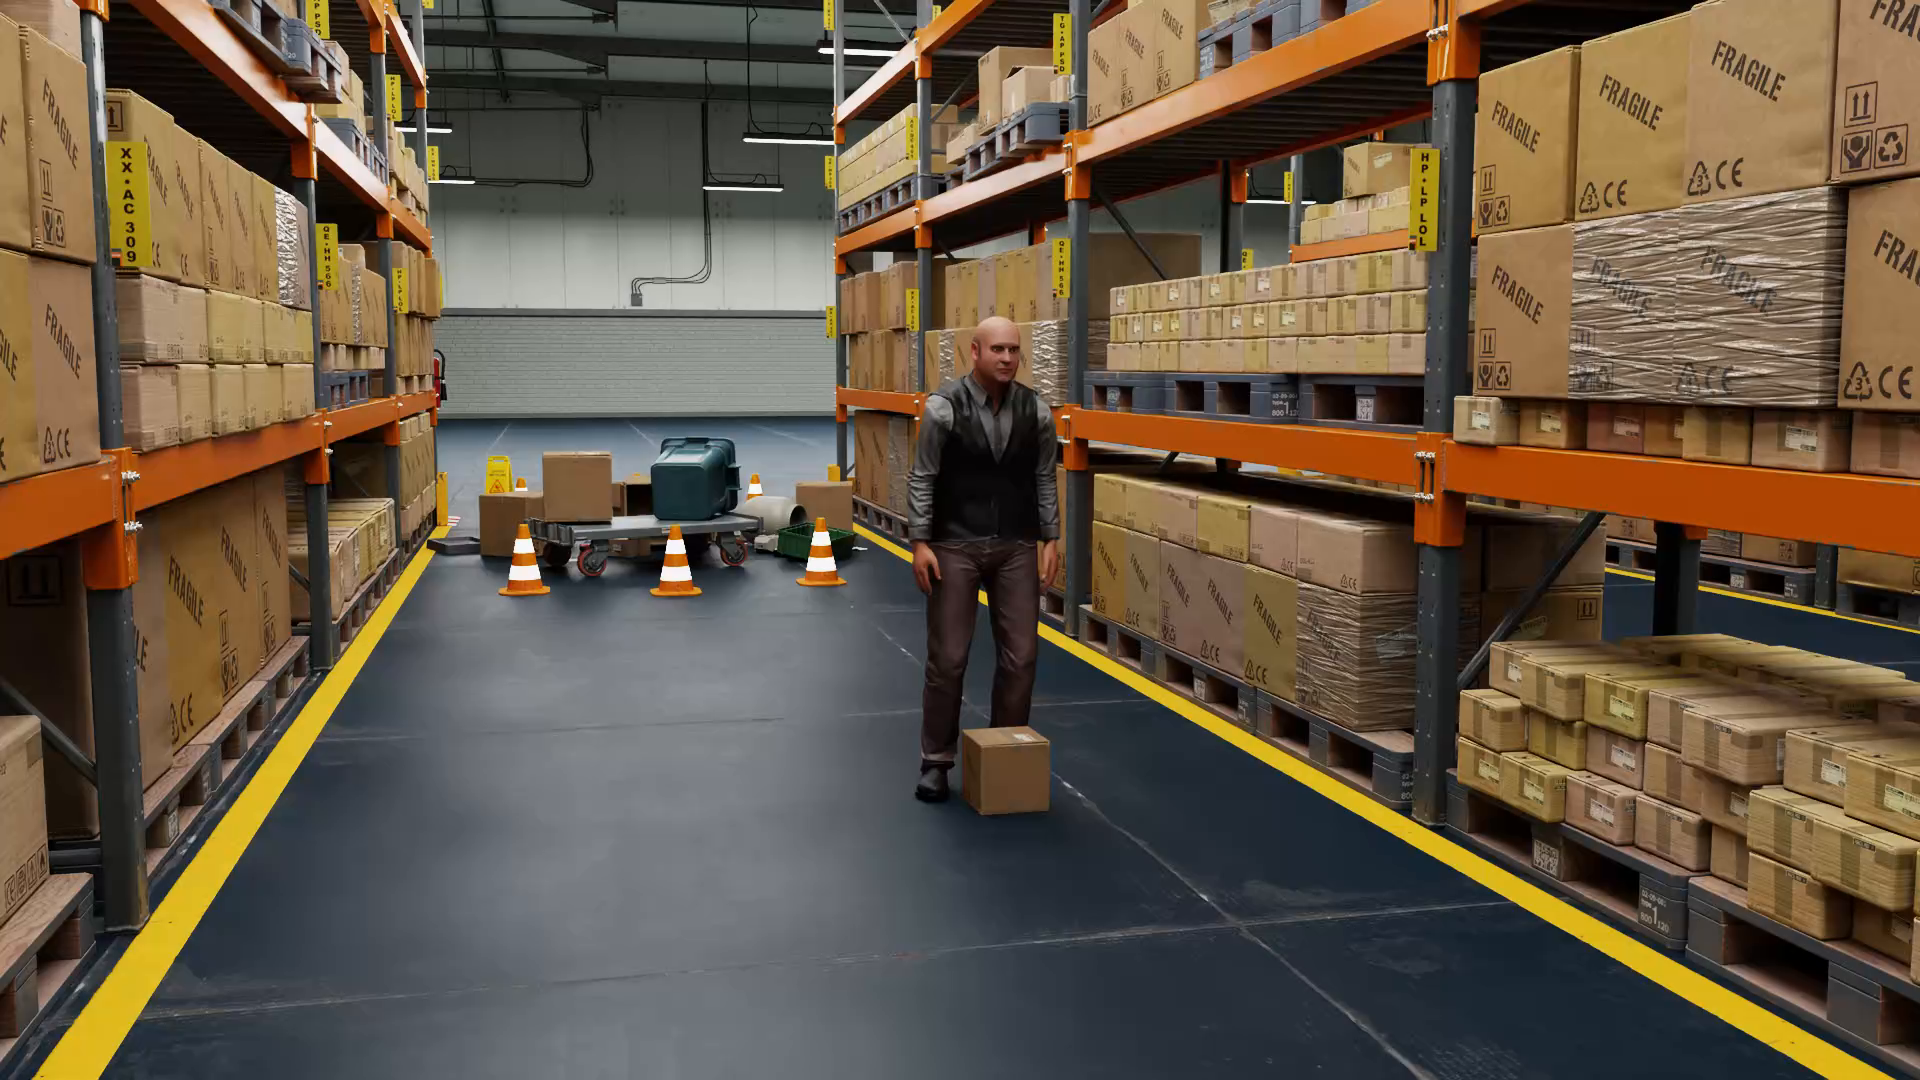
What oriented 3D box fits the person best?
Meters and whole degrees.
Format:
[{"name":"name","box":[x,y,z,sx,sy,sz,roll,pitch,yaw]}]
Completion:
[{"name":"person","box":[0.095,0.055,6.041,0.583,1.719,0.475,-2,6,-17]}]
